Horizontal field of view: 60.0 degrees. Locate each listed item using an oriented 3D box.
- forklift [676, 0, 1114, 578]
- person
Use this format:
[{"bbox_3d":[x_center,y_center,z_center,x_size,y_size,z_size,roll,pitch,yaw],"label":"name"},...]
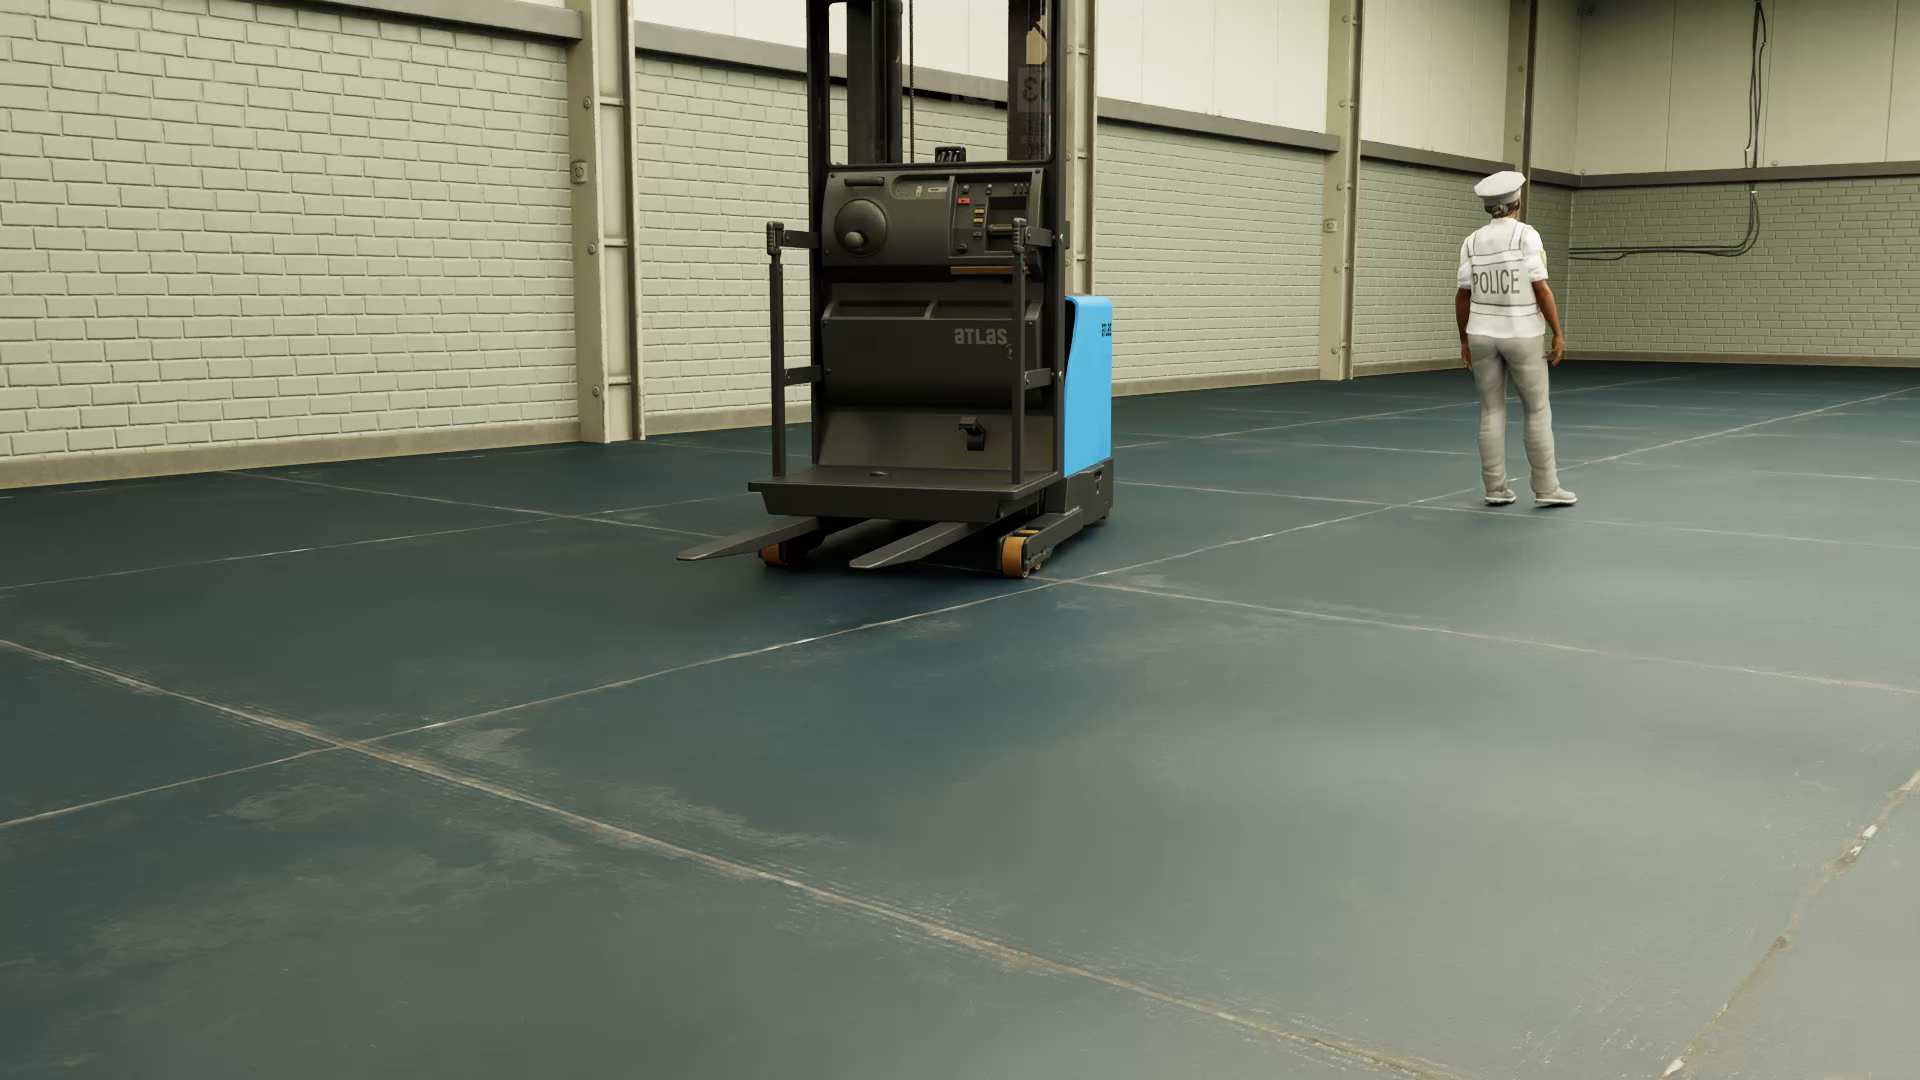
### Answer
[{"bbox_3d":[-0.176,-1.366,6.616,1.130,2.935,3.031,3,9,17],"label":"forklift"},{"bbox_3d":[2.852,-1.030,8.543,0.569,1.694,0.530,7,11,41],"label":"person"}]
